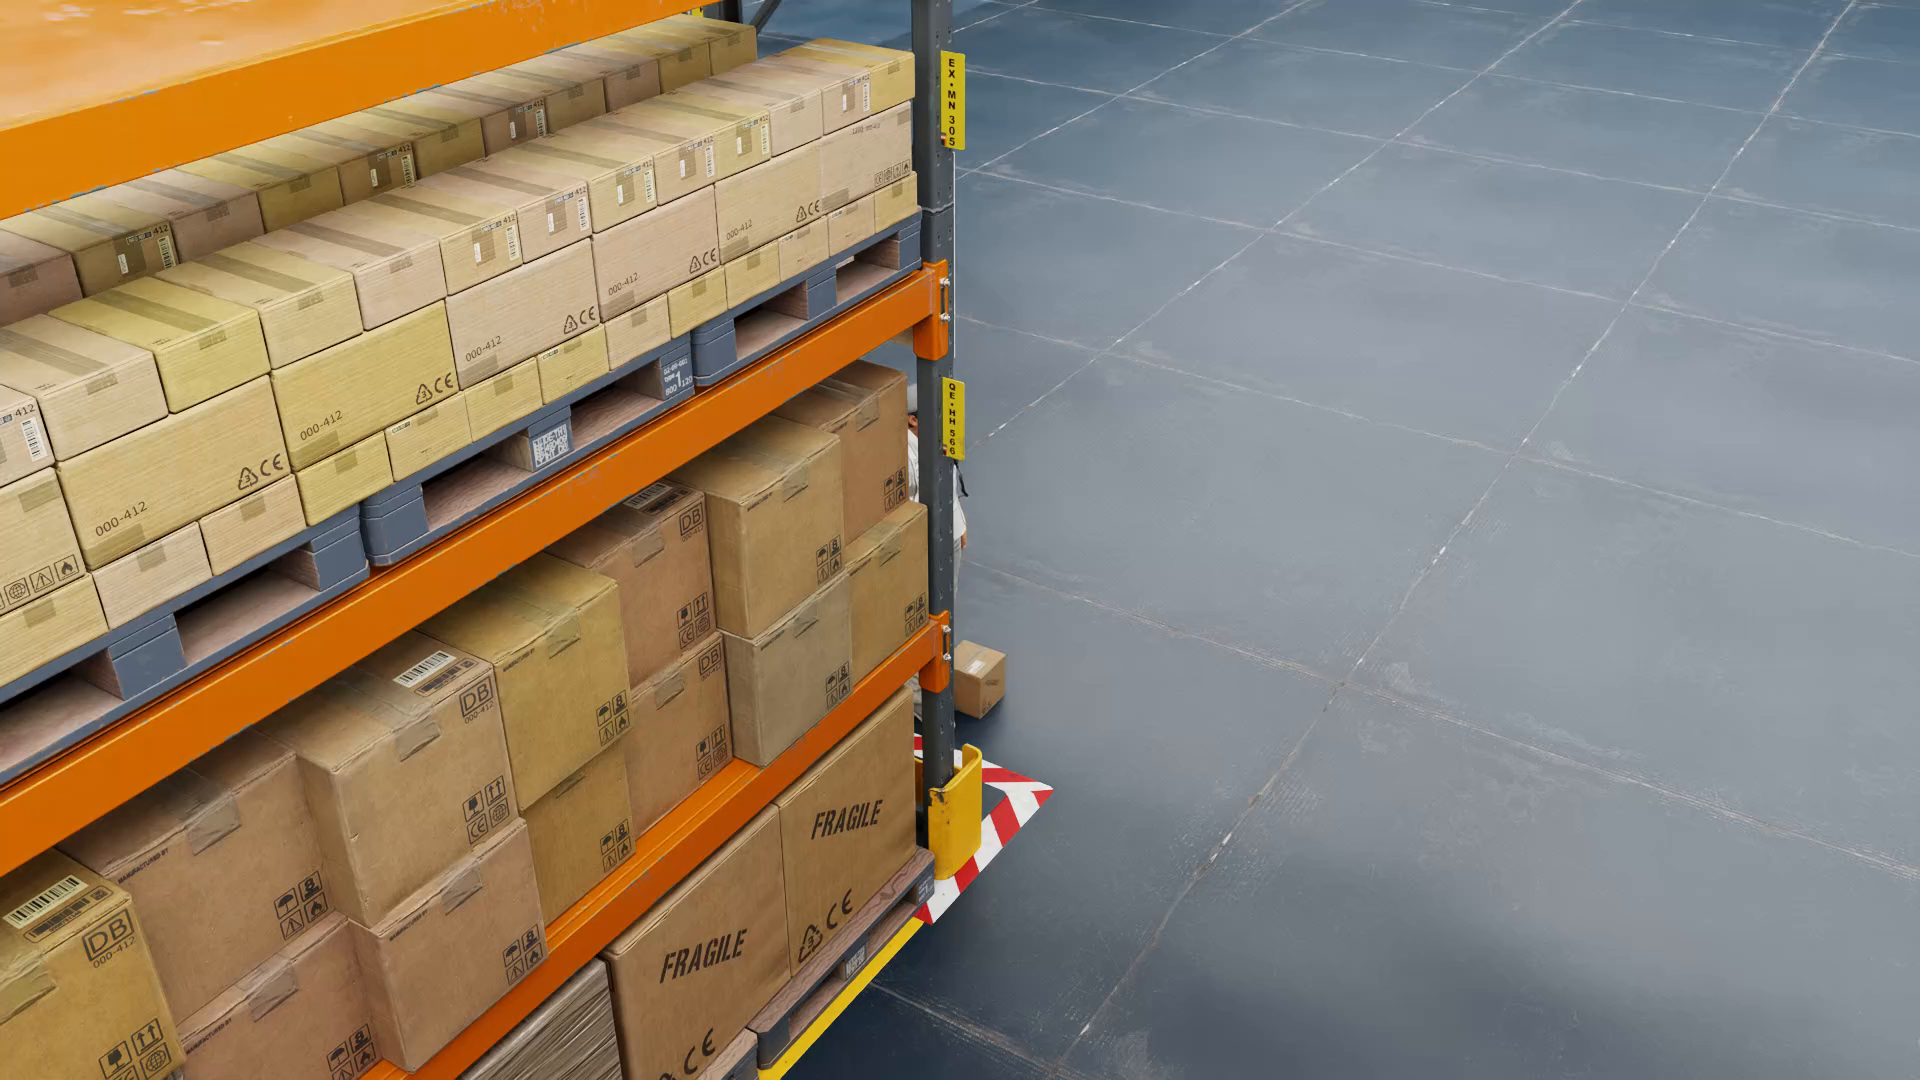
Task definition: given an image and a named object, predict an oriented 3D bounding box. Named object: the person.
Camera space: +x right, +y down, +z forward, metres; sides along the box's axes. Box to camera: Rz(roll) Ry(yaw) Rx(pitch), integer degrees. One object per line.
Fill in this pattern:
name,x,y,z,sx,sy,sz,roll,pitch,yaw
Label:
person,-0.120,0.052,8.071,0.526,1.670,0.598,19,35,28
